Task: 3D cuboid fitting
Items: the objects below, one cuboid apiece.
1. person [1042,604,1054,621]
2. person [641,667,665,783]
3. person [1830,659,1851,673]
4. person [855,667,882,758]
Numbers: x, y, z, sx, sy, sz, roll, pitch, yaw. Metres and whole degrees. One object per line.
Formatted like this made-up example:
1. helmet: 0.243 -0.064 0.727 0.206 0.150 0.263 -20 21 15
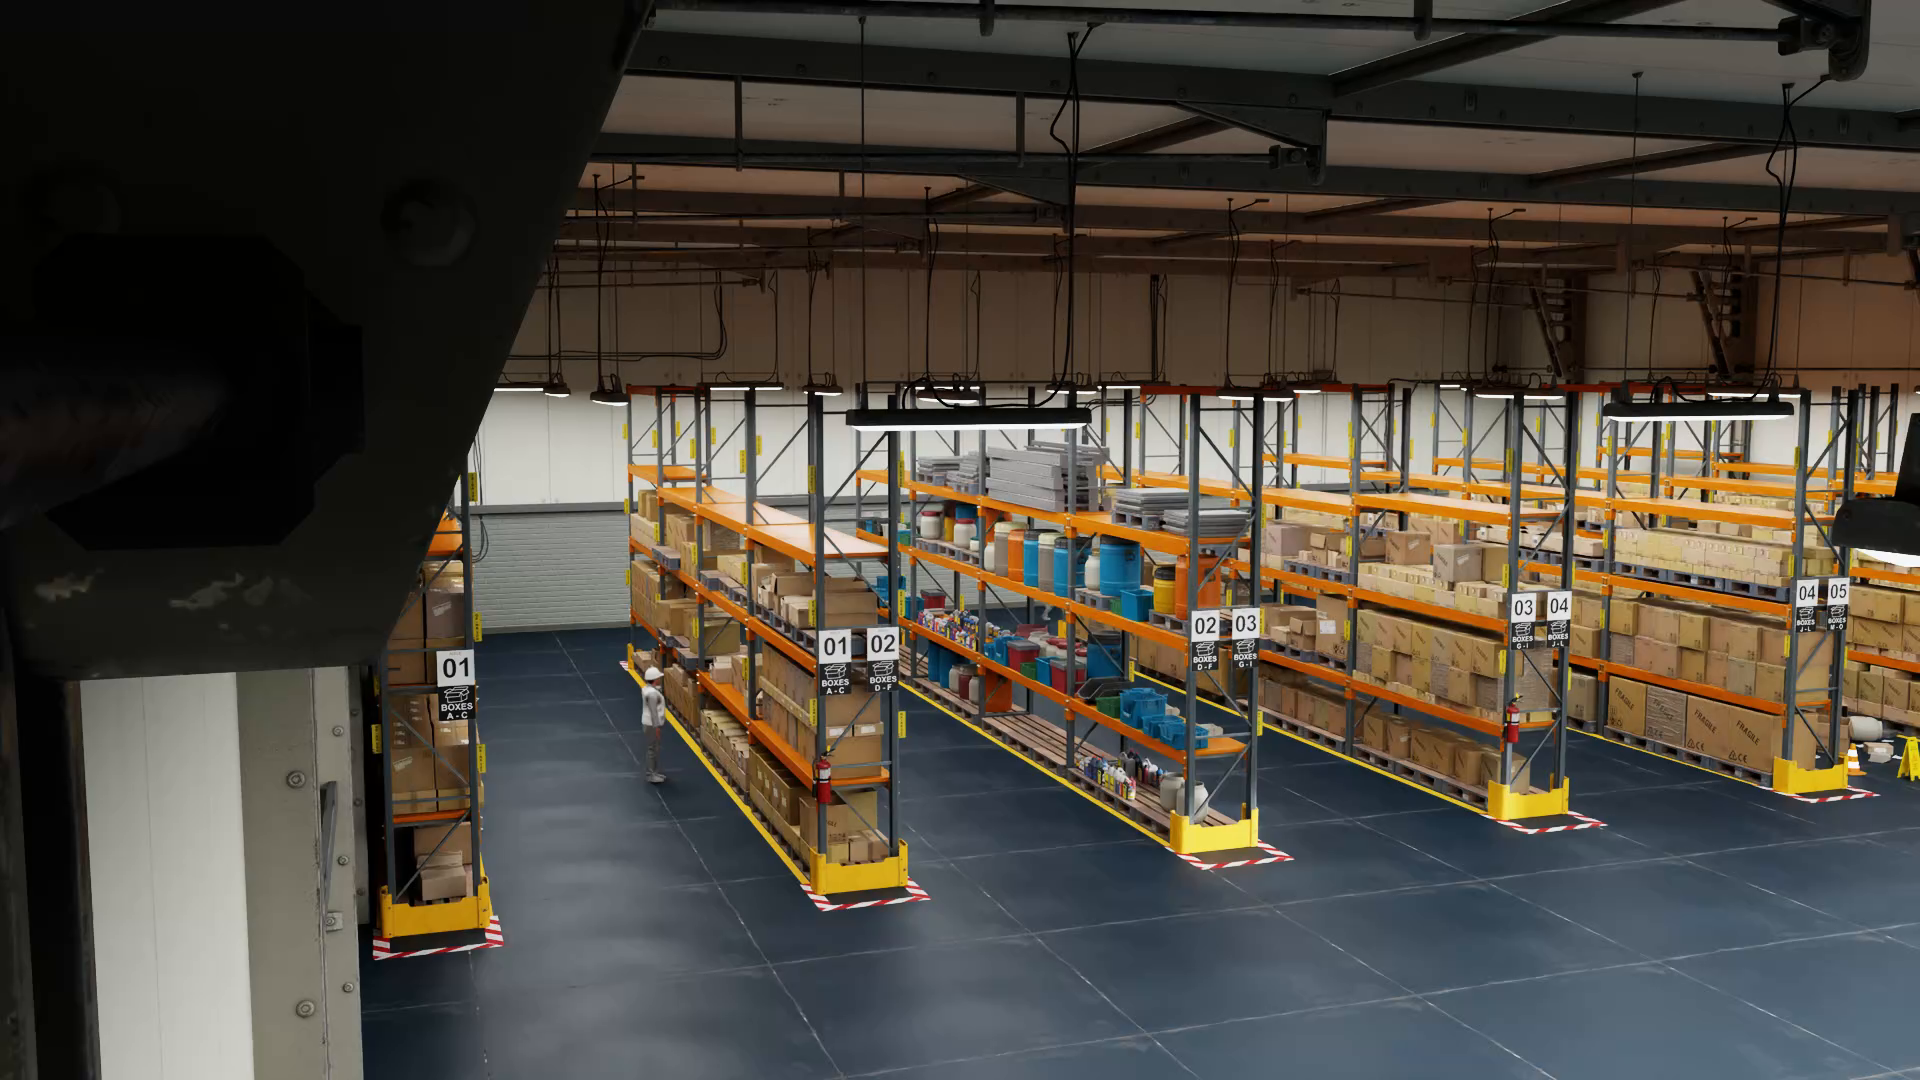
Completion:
1. person: 2.442 1.257 41.259 0.570 1.639 0.984 -5 8 -42
2. person: -4.691 2.820 25.455 0.366 1.780 0.567 -1 6 -7
3. person: 18.261 1.973 34.264 0.551 1.690 0.738 -4 7 -33
4. person: -1.562 2.748 26.380 0.520 1.728 1.046 2 6 18
